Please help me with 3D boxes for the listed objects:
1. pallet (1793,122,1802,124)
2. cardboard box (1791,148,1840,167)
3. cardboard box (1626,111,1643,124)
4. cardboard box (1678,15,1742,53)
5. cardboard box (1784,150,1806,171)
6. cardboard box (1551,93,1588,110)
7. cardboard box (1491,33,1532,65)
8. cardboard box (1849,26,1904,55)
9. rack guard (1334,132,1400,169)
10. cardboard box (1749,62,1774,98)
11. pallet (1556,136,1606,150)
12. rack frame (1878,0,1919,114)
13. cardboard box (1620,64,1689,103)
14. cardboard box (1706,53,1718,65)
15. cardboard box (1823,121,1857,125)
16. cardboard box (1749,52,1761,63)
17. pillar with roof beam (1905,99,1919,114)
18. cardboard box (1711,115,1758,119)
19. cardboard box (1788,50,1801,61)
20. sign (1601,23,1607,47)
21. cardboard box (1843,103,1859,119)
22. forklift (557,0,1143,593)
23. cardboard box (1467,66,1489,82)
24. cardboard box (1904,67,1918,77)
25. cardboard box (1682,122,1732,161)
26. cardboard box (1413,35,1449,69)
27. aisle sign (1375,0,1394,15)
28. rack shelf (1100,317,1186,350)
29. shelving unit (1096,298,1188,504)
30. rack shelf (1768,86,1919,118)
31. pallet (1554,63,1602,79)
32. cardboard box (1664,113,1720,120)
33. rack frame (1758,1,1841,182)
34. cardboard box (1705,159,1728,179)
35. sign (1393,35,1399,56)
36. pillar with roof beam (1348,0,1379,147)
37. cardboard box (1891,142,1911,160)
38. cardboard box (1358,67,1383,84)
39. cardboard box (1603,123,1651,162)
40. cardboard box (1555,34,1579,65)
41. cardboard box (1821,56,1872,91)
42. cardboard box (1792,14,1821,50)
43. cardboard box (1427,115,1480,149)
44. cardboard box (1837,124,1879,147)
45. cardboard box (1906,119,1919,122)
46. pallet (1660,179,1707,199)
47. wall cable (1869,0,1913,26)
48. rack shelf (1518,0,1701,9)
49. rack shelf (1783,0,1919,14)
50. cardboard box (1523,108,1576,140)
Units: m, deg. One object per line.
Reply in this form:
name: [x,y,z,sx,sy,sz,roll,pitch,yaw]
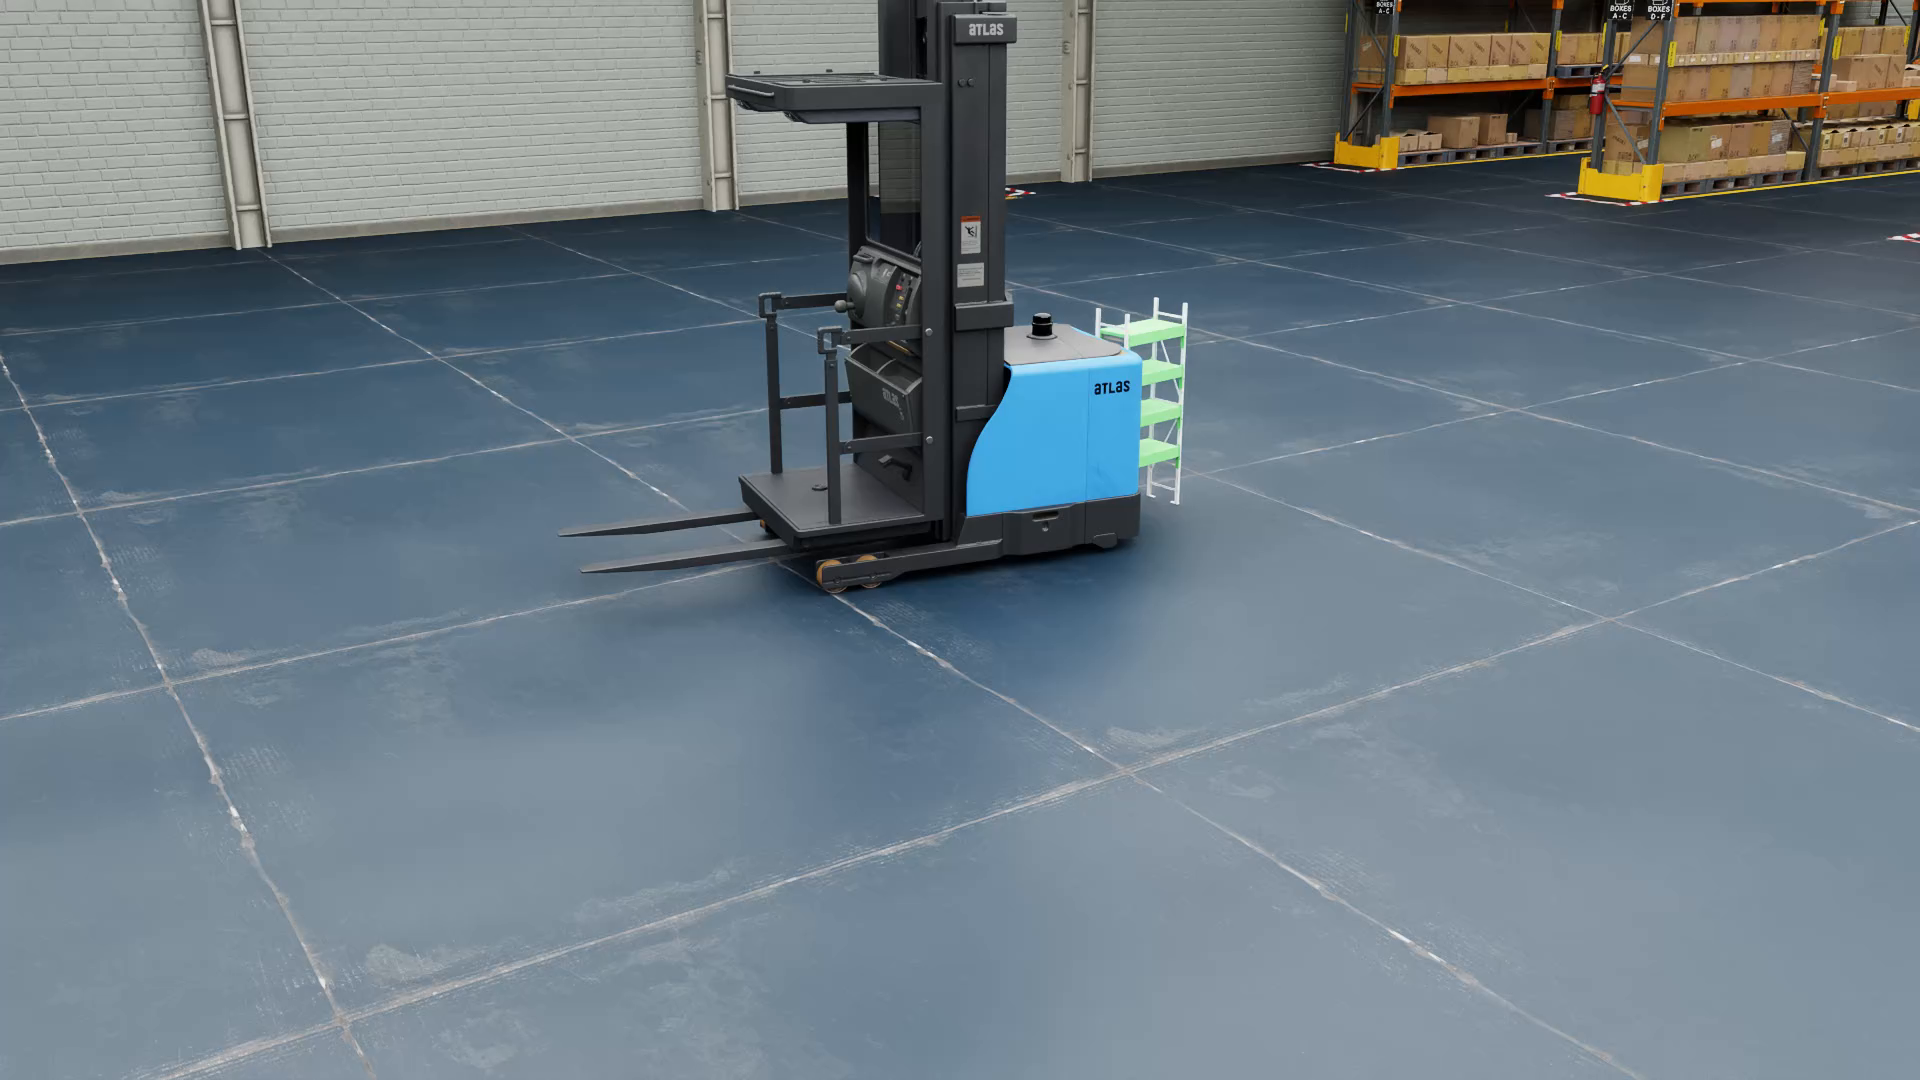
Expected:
pallet: [16.103,-8.287,33.429,1.213,0.211,1.003,-12,22,-31]
cardboard box: [13.225,-5.932,25.746,0.500,0.250,0.500,-13,22,-33]
cardboard box: [12.299,-7.884,31.097,0.500,0.500,0.700,-12,22,-31]
cardboard box: [10.710,-7.260,23.853,0.500,0.500,0.700,-12,22,-31]
cardboard box: [12.485,-5.787,25.317,0.500,0.250,0.500,-12,22,-31]
cardboard box: [10.996,-7.947,30.115,0.500,0.250,0.500,-12,22,-33]
cardboard box: [9.386,-8.394,28.421,0.500,0.500,0.500,-12,22,-32]
cardboard box: [19.025,-10.388,34.819,0.700,0.700,0.980,-12,22,-32]
rack guard: [6.748,-6.480,27.632,0.348,0.500,1.175,-12,22,-31]
cardboard box: [11.527,-6.817,24.568,0.500,0.500,0.700,-12,22,-31]
pallet: [11.694,-7.388,30.769,1.213,0.211,1.003,-12,22,-31]
rack frame: [20.047,-10.469,35.528,0.127,3.000,1.000,-12,22,-31]
cardboard box: [9.809,-6.453,23.492,0.500,0.500,0.700,-12,22,-31]
cardboard box: [10.498,-6.827,23.587,0.250,0.149,0.380,-12,22,-32]
cardboard box: [14.204,-6.609,26.873,0.500,0.311,0.500,-12,22,-32]
cardboard box: [11.362,-7.010,24.126,0.250,0.149,0.380,-11,22,-30]
pillar with roof beam: [24.194,-12.867,33.252,0.400,9.000,9.100,-12,22,-31]
cardboard box: [11.780,-6.195,25.351,0.500,0.500,0.500,-12,22,-31]
cardboard box: [12.218,-7.191,24.662,0.250,0.149,0.380,-13,22,-33]
sign: [9.125,-7.135,23.488,0.005,0.325,0.100,-12,22,-31]
cardboard box: [18.238,-9.061,34.610,0.500,0.500,0.700,-11,22,-30]
forklift: [-0.580,-1.309,8.542,3.031,2.935,1.130,-8,20,-22]
cardboard box: [8.544,-7.862,28.020,0.500,0.250,0.500,-12,22,-31]
cardboard box: [15.240,-7.588,27.144,0.500,0.311,0.500,-12,22,-32]
cardboard box: [10.809,-5.793,24.164,0.500,0.500,0.500,-12,22,-31]
cardboard box: [7.666,-8.033,27.353,0.500,0.500,0.500,-12,22,-31]
aisle sign: [6.789,-8.789,26.501,0.004,0.787,0.394,-12,22,-31]
rack shelf: [1.032,-1.150,9.475,0.480,0.148,0.258,-16,25,-39]
shelving unit: [1.032,-0.756,9.608,0.503,1.200,0.258,-16,25,-39]
rack shelf: [14.423,-7.043,26.516,4.000,0.370,1.077,-12,22,-31]
pallet: [10.743,-8.360,29.590,1.213,0.211,1.003,-12,22,-31]
cardboard box: [14.052,-8.335,31.916,0.750,0.750,0.750,-12,22,-32]
rack frame: [12.752,-7.031,25.359,0.127,3.000,1.000,-12,22,-31]
cardboard box: [10.815,-5.435,24.275,0.500,0.250,0.500,-12,22,-31]
sign: [6.983,-7.916,26.624,0.005,0.325,0.100,-12,22,-31]
pillar with roof beam: [9.161,-9.696,23.874,0.400,9.000,9.100,-12,22,-31]
cardboard box: [14.938,-6.295,26.818,0.500,0.250,0.500,-11,22,-30]
cardboard box: [6.968,-7.723,27.610,0.500,0.250,0.500,-12,22,-31]
cardboard box: [9.696,-5.752,24.042,0.500,0.500,0.500,-12,22,-31]
cardboard box: [10.469,-8.692,29.428,0.500,0.500,0.700,-12,22,-31]
cardboard box: [13.843,-7.302,26.004,0.500,0.500,0.500,-10,21,-28]
cardboard box: [12.385,-7.613,24.899,0.500,0.500,0.700,-12,22,-31]
cardboard box: [8.428,-6.989,28.451,0.500,0.500,0.700,-14,23,-35]
cardboard box: [14.087,-6.378,26.187,0.500,0.311,0.500,-13,22,-33]
cardboard box: [15.791,-6.740,27.258,0.500,0.311,0.500,-11,22,-30]
pallet: [10.027,-5.151,24.153,1.213,0.211,1.003,-12,22,-31]
wall cable: [20.596,-11.429,36.781,1.851,1.984,0.084,-12,22,-31]
rack shelf: [11.695,-9.788,29.953,4.000,0.370,1.077,-12,22,-31]
rack shelf: [14.423,-8.464,26.035,4.000,0.370,1.077,-12,22,-31]
cardboard box: [10.630,-7.514,30.003,0.500,0.500,0.700,-11,22,-30]
